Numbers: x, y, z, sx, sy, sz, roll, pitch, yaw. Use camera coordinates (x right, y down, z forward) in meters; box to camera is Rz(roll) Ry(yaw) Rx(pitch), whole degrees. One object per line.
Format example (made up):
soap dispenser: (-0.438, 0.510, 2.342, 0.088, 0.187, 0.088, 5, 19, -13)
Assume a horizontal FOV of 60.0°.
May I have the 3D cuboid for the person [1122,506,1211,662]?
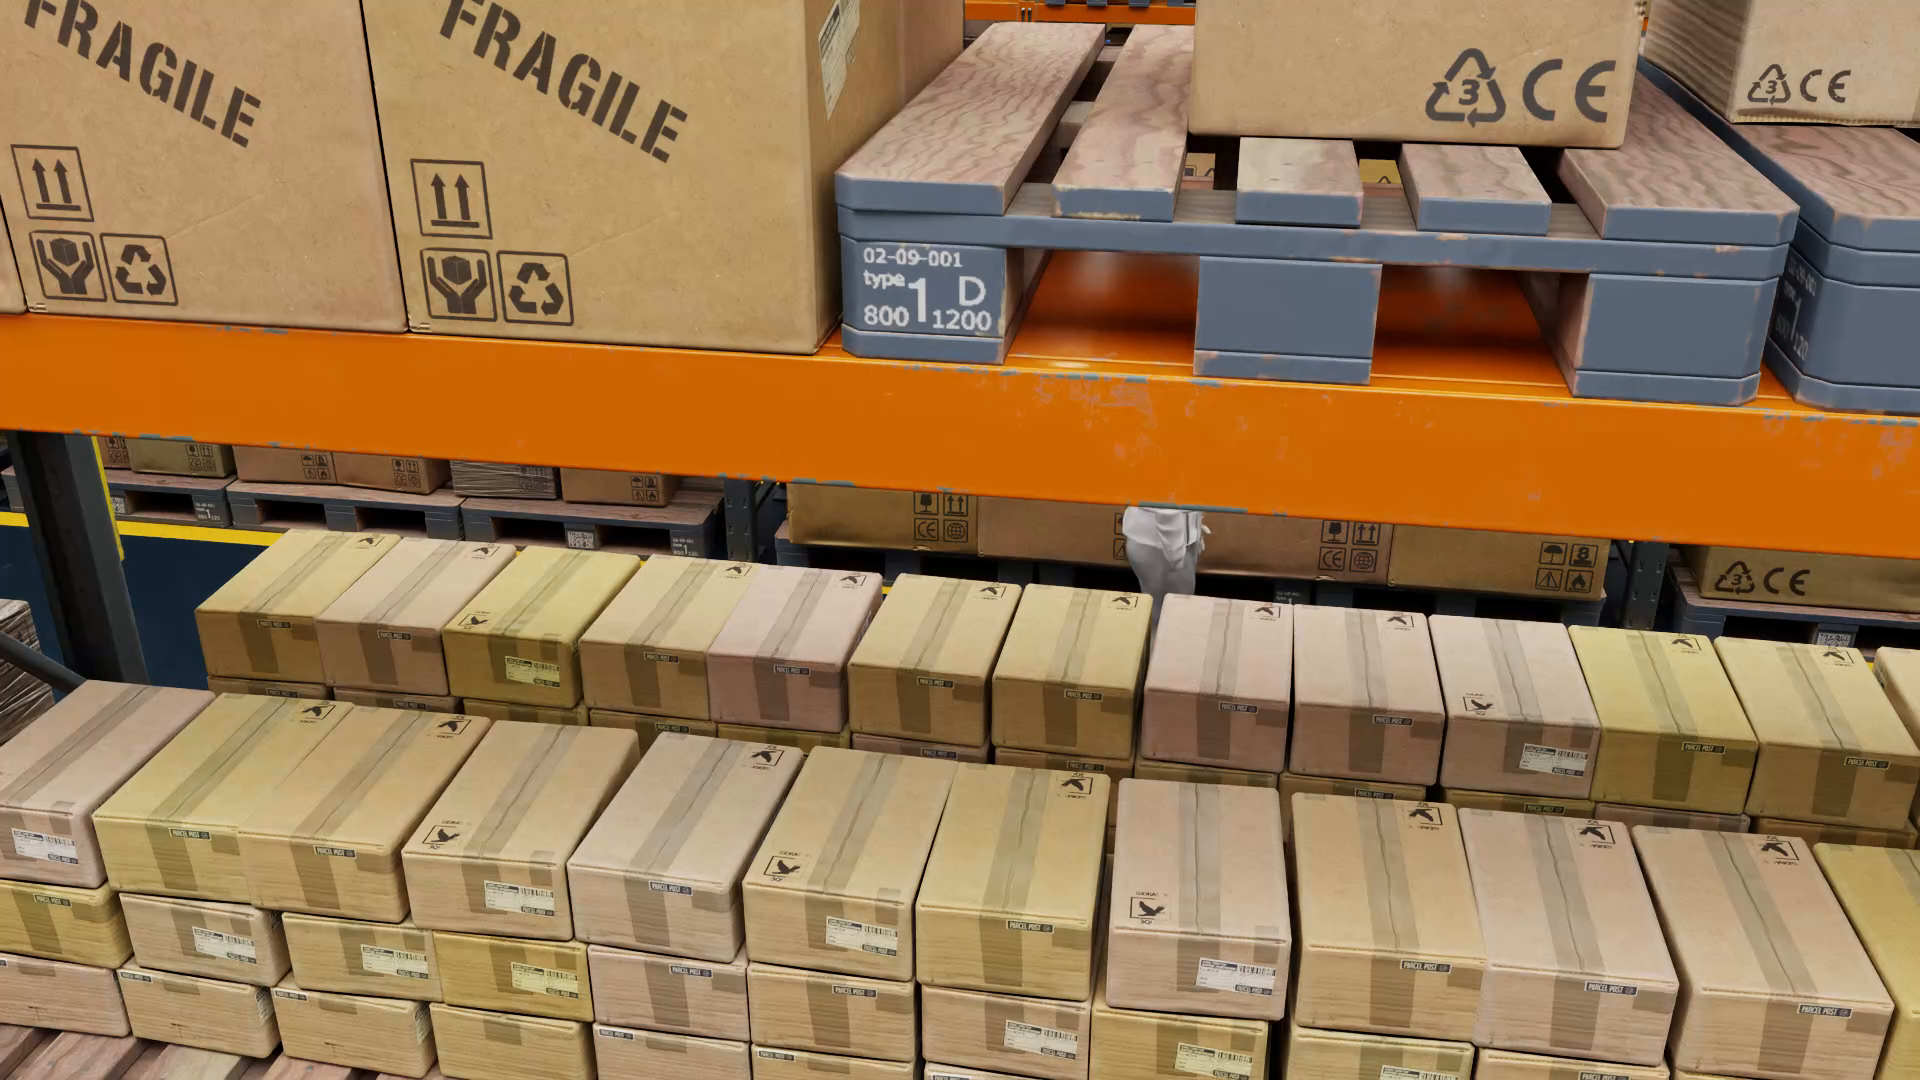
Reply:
person: (0.767, -0.001, 6.128, 0.337, 1.661, 0.476, 4, 25, 9)
